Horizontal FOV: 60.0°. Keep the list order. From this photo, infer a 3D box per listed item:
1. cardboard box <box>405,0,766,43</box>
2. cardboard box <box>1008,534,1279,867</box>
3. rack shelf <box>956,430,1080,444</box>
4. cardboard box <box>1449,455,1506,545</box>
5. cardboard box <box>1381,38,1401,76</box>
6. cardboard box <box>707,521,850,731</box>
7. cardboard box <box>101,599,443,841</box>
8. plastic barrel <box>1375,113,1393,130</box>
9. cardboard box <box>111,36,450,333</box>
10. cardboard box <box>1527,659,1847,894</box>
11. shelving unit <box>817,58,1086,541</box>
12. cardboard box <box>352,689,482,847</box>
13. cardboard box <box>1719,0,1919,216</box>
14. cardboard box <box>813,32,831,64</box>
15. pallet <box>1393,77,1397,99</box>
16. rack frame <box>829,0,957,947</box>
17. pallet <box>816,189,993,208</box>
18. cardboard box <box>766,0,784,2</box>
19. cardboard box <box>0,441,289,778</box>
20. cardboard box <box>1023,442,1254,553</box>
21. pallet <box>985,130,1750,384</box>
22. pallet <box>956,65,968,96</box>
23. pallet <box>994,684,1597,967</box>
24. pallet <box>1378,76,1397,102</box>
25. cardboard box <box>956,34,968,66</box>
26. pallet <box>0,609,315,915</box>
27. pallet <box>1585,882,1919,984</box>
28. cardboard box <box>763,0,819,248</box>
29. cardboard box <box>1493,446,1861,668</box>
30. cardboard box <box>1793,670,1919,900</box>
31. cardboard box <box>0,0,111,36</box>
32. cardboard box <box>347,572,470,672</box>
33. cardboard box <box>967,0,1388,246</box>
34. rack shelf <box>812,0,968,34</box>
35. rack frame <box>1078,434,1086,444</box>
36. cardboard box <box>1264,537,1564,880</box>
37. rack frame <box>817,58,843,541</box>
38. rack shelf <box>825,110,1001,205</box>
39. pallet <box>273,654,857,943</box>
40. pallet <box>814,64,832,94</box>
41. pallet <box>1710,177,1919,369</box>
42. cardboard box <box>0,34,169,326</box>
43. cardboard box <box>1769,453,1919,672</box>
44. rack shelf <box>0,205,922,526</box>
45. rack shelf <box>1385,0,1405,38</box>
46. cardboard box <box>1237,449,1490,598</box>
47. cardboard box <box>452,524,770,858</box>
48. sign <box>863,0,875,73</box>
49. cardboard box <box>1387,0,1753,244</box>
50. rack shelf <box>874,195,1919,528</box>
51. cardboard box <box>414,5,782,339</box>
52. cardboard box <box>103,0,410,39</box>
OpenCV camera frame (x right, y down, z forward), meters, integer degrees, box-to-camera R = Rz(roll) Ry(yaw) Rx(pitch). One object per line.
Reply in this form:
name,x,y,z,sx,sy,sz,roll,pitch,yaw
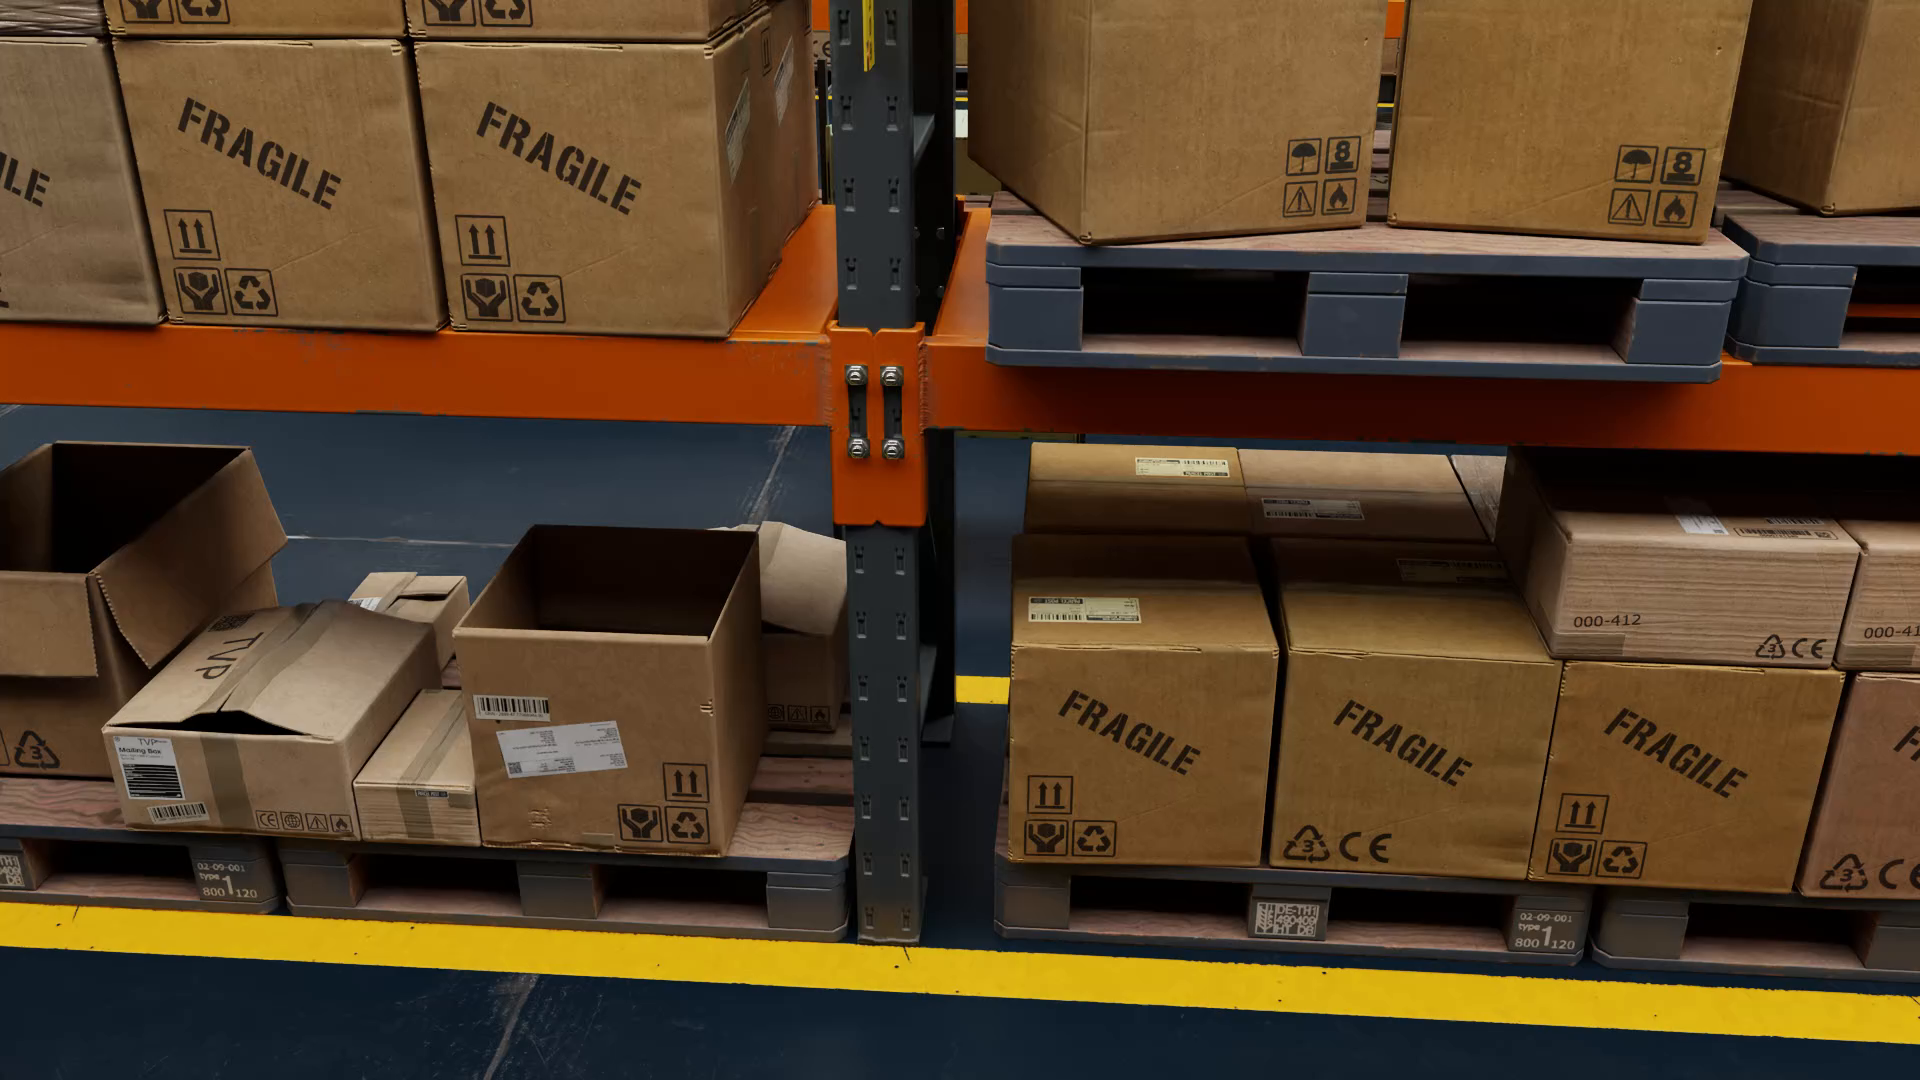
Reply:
cardboard box,-0.634,-1.142,2.827,0.500,0.500,0.500,2,25,4
cardboard box,0.354,0.319,3.432,0.500,0.500,0.500,1,25,2
rack shelf,0.007,-0.385,5.072,0.720,0.370,0.431,2,25,4
cardboard box,1.396,0.134,3.835,0.500,0.500,0.500,2,25,5
cardboard box,3.066,-4.022,12.443,0.875,0.875,1.225,2,25,4
cardboard box,-0.512,0.184,3.951,0.500,0.311,0.500,2,25,4
cardboard box,-1.448,0.364,3.561,0.500,0.311,0.500,2,25,4
plastic barrel,2.076,-1.756,7.952,0.421,0.512,0.421,0,25,0
cardboard box,-1.142,-0.704,3.072,0.500,0.500,0.500,3,25,5
cardboard box,1.384,0.351,3.364,0.500,0.500,0.500,2,25,5
shelving unit,0.007,-0.681,4.936,0.755,1.500,0.431,2,25,4
cardboard box,-1.078,0.475,3.514,0.250,0.149,0.380,2,25,4
cardboard box,1.656,-0.939,3.080,0.500,0.500,0.700,-4,25,-9
cardboard box,-0.897,-4.171,12.766,0.875,0.875,0.875,2,25,4
pallet,3.860,-3.524,12.656,1.213,0.211,1.003,2,25,4
rack frame,-0.110,-0.734,3.256,0.127,3.000,1.000,2,25,4
pallet,-0.463,-1.539,8.341,1.213,0.211,1.003,2,25,4
cardboard box,-0.558,-1.366,3.314,0.500,0.500,0.500,2,25,5
cardboard box,-1.984,0.143,3.812,0.637,0.503,0.797,2,25,4
cardboard box,0.404,0.098,3.912,0.500,0.500,0.500,2,25,4
pallet,0.678,-0.575,3.142,1.213,0.211,1.003,2,25,4
pallet,-0.100,-3.652,12.935,1.213,0.211,1.003,2,25,4
pallet,0.704,0.543,3.817,1.213,0.211,1.003,2,25,4
pallet,2.647,-3.564,12.744,1.213,0.211,1.003,2,25,4
cardboard box,0.000,-4.142,12.703,0.875,0.875,0.875,2,25,4
pallet,-2.014,0.473,3.970,1.213,0.211,1.003,2,25,4
pallet,1.924,0.581,3.734,1.213,0.211,1.003,2,25,4
cardboard box,-0.597,-0.909,3.517,0.500,0.500,0.500,2,25,5
cardboard box,1.351,0.010,3.206,0.500,0.250,0.500,2,25,4
cardboard box,1.888,0.367,3.328,0.500,0.500,0.500,1,25,2
cardboard box,-1.647,-1.173,2.895,0.500,0.500,0.500,2,25,4
cardboard box,-1.375,0.227,4.032,0.250,0.166,0.380,2,25,4
cardboard box,0.345,-0.861,2.912,0.500,0.500,0.700,-6,25,-14
rack shelf,-1.721,-2.535,8.032,4.000,0.370,1.077,2,25,4
rack frame,0.372,-0.669,4.911,0.023,1.500,0.400,2,25,4
cardboard box,0.886,0.332,3.405,0.500,0.500,0.500,2,25,5
rack frame,-0.358,-0.693,4.962,0.023,1.500,0.400,2,25,4
rack shelf,0.007,-1.036,4.773,0.720,0.370,0.431,2,25,4
pallet,-0.795,0.511,3.888,1.213,0.211,1.003,2,25,4
pallet,-1.320,-3.690,13.018,1.213,0.211,1.003,2,25,4
pallet,1.939,-0.579,3.149,1.213,0.211,1.003,2,25,4
cardboard box,-1.655,-0.720,3.106,0.500,0.500,0.500,2,25,5
cardboard box,1.851,0.026,3.171,0.500,0.250,0.500,1,25,3
rack shelf,-2.104,-0.471,3.545,4.000,0.370,1.077,2,25,4
rack shelf,2.267,-2.407,7.754,4.000,0.370,1.077,2,25,4
cardboard box,0.896,0.118,3.870,0.500,0.500,0.500,2,25,4
cardboard box,-0.700,0.302,3.469,0.500,0.500,0.500,2,25,4
sign,-0.144,-0.900,2.583,0.005,0.325,0.100,2,25,4
cardboard box,1.036,-0.866,2.921,0.500,0.500,0.700,6,25,12
rack shelf,1.884,-0.343,3.267,4.000,0.370,1.077,2,25,4
cardboard box,-0.628,-0.688,3.037,0.500,0.500,0.500,2,25,5
cardboard box,-1.145,-1.157,2.860,0.500,0.500,0.500,1,25,3
